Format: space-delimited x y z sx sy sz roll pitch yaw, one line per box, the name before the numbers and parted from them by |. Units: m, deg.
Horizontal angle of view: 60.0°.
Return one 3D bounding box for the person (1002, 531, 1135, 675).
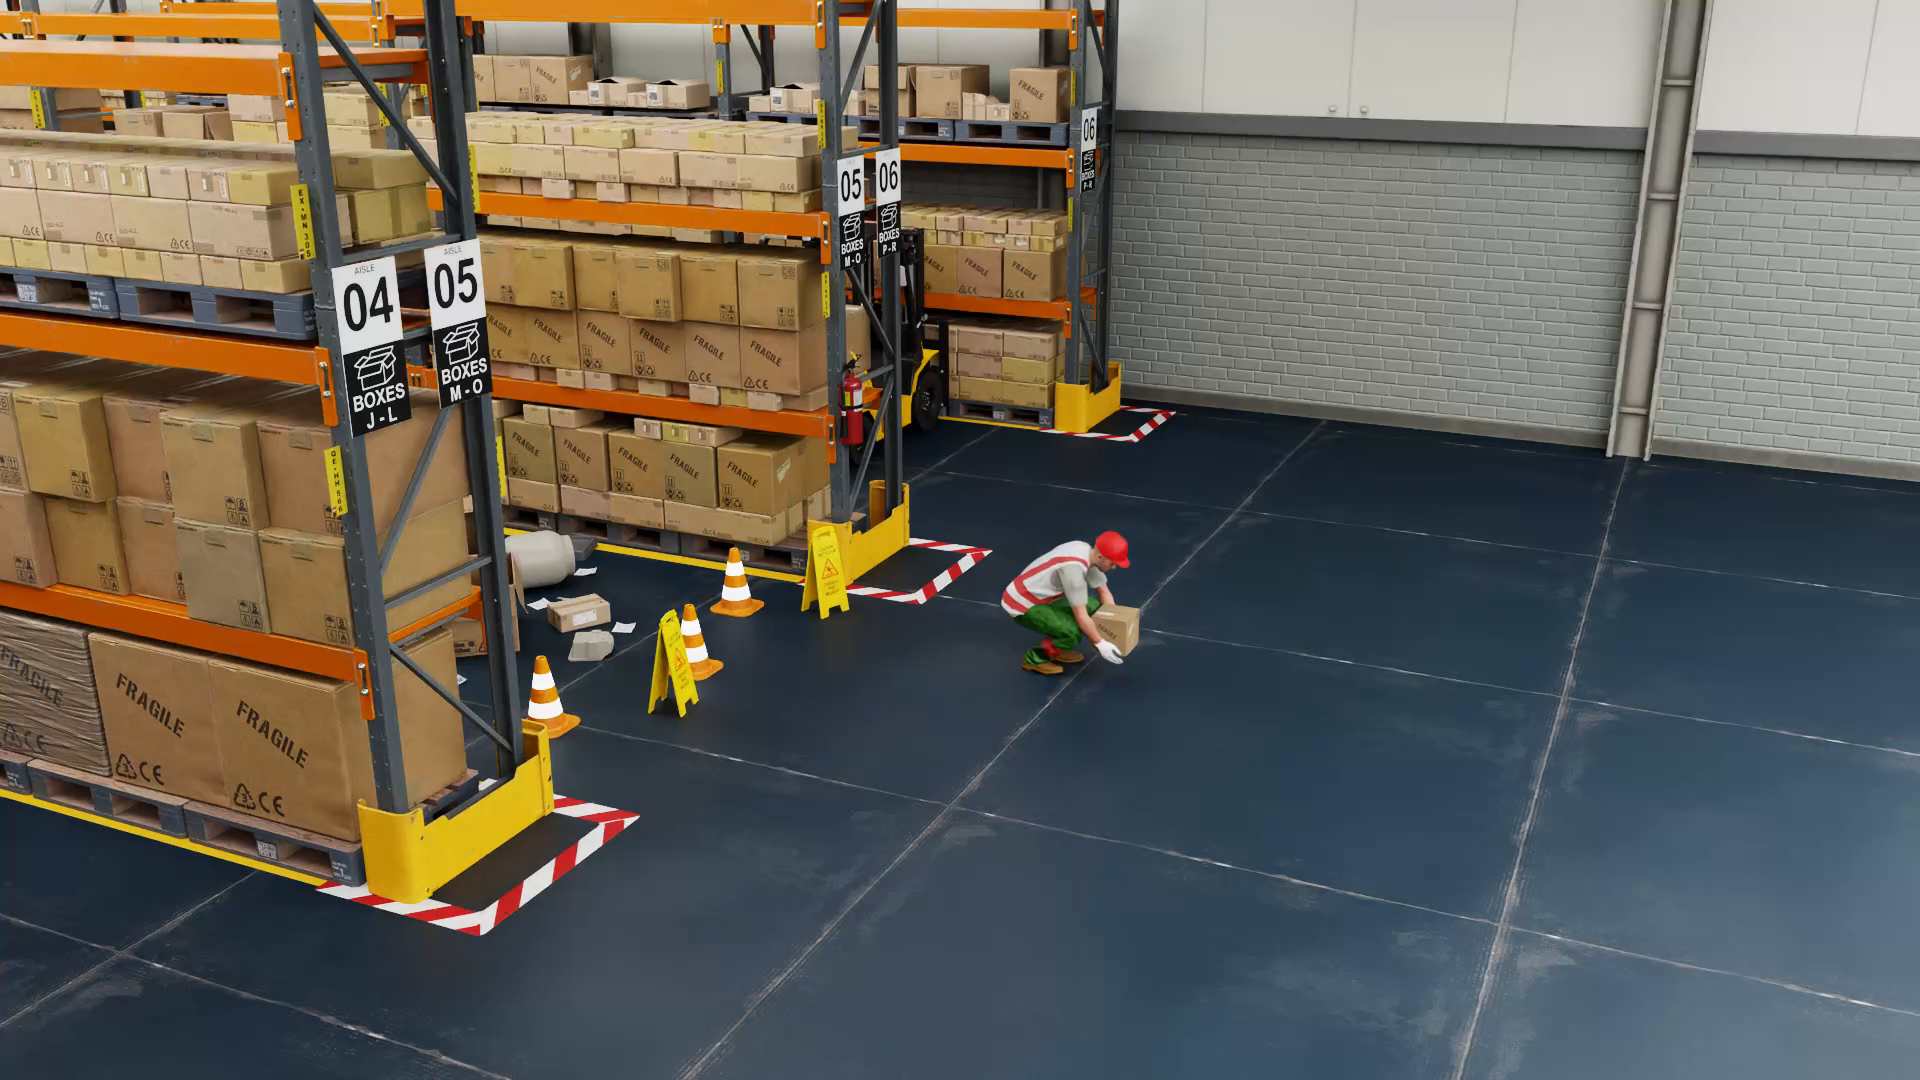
person | 0.730 0.391 11.127 0.874 0.992 0.572 8 21 23
